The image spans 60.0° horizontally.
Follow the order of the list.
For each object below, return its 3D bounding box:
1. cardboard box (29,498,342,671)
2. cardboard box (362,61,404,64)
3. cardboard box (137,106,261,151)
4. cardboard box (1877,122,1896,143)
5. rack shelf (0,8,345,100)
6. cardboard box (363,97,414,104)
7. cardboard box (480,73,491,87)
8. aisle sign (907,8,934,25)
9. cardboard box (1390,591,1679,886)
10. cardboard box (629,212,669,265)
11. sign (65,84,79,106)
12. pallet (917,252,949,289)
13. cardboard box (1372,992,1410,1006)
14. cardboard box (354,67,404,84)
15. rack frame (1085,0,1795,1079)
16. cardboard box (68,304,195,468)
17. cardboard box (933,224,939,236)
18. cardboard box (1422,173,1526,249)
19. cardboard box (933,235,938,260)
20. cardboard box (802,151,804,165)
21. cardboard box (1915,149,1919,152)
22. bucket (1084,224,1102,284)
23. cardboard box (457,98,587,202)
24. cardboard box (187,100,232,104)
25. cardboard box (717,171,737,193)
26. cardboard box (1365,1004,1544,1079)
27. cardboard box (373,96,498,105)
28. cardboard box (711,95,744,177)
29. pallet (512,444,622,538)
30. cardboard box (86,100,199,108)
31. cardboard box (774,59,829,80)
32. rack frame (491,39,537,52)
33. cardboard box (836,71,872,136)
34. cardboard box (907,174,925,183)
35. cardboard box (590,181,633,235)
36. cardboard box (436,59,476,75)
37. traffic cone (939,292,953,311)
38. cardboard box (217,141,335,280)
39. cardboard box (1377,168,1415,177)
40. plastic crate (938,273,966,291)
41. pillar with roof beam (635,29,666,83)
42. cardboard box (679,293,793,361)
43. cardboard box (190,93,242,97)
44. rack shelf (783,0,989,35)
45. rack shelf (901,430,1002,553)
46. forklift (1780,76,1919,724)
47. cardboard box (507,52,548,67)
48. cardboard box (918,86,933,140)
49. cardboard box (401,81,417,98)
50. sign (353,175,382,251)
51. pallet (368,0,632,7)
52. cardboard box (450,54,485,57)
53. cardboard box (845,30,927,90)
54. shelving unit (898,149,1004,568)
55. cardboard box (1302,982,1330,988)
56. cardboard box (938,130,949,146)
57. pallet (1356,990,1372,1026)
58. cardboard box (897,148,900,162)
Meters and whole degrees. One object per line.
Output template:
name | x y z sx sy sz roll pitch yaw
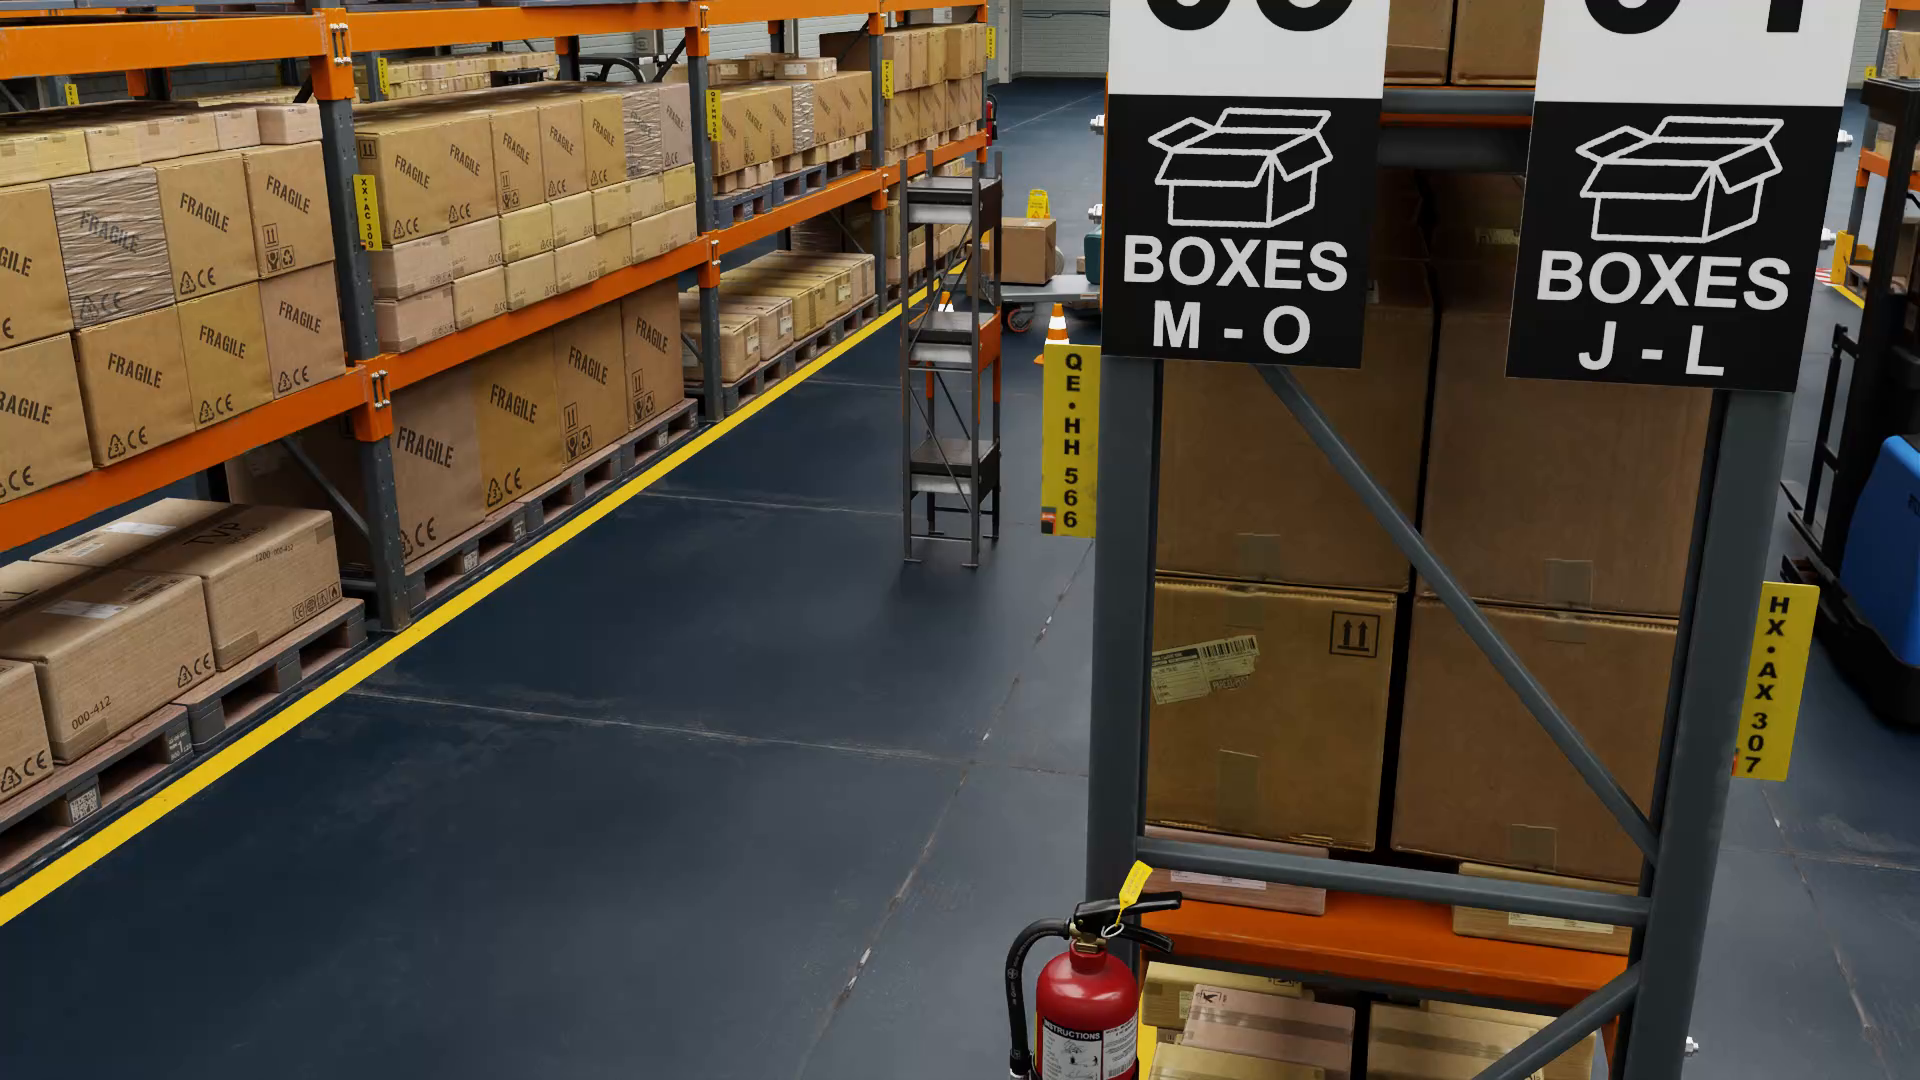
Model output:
cardboard box | -3.386 0.176 7.346 0.875 0.438 0.875 4 19 13
cardboard box | -5.967 -4.866 17.175 0.380 0.149 0.250 4 19 12
cardboard box | -3.065 -1.658 6.696 0.380 0.149 0.250 5 20 15
cardboard box | 9.252 -4.023 15.709 0.875 0.500 0.500 5 19 13
rack shelf | -3.617 -1.478 5.348 1.077 0.370 4.000 5 19 13
cardboard box | -5.627 -4.090 16.367 0.500 0.500 0.500 4 19 12
cardboard box | -5.262 -4.927 17.812 0.380 0.149 0.250 5 19 13
aisle sign | -0.482 -6.062 18.271 0.394 0.787 0.004 5 19 13
cardboard box | 1.096 0.280 3.113 0.500 0.500 0.500 6 20 16
cardboard box | -2.133 -1.869 10.250 0.500 0.250 0.500 5 19 14
sign | -6.437 -3.141 12.075 0.100 0.325 0.005 5 19 13
pallet | -0.748 -2.811 17.091 1.003 0.211 1.213 5 19 13
cardboard box | 1.334 1.272 4.583 0.380 0.149 0.250 5 19 14
cardboard box | -5.623 -4.496 16.092 0.380 0.149 0.250 5 20 14
rack frame | 0.722 0.587 2.828 0.949 2.616 0.053 5 19 13
cardboard box | -3.223 -0.588 6.112 0.500 0.500 0.500 4 19 13
cardboard box | -0.521 -3.281 16.596 0.500 0.500 0.500 6 20 16
cardboard box | 1.473 -0.674 4.359 0.500 0.500 0.500 4 19 12
cardboard box | -0.522 -2.930 16.728 0.500 0.250 0.500 4 19 13
cardboard box | -1.459 -3.037 13.178 0.380 0.149 0.250 4 19 11
cardboard box | 8.813 -3.423 14.957 0.380 0.149 0.250 5 19 13
bucket | 1.448 -2.569 14.782 0.726 0.611 0.620 12 32 32
cardboard box | -2.400 -2.143 9.120 0.500 0.500 0.500 4 19 12
cardboard box | -6.327 -3.596 13.917 0.380 0.149 0.250 5 19 13
cardboard box | -1.790 -2.533 11.702 0.380 0.149 0.250 3 19 10
cardboard box | 1.127 1.222 3.809 0.380 0.149 0.250 5 19 14
cardboard box | -2.889 -2.190 9.257 0.500 0.500 0.500 5 19 14
cardboard box | -1.817 -2.790 11.449 0.500 0.500 0.500 4 19 12
pallet | -2.717 -0.338 9.851 1.003 0.211 1.213 5 19 13
cardboard box | -3.458 -1.775 7.039 0.380 0.149 0.250 4 19 13
cardboard box | -1.268 -3.760 13.287 0.380 0.149 0.250 4 19 11
rack frame | -5.011 -5.178 19.707 1.000 3.000 0.127 5 19 13
cardboard box | -1.065 -3.758 14.283 0.500 0.500 0.500 4 19 12
cardboard box | -0.556 -3.452 16.095 0.380 0.149 0.250 5 20 15
cardboard box | -2.250 -1.951 9.716 0.500 0.250 0.500 4 19 12
cardboard box | -5.341 -4.986 17.525 0.380 0.149 0.250 5 19 14
traffic cone | -0.120 -1.834 13.841 0.336 0.463 0.334 5 19 13
cardboard box | -2.976 -1.377 6.877 0.500 0.500 0.500 4 19 13
cardboard box | 1.084 -0.887 4.982 0.500 0.500 0.500 5 19 14
plastic crate | 0.005 -2.579 16.616 0.402 0.080 0.583 -2 19 -6
pillar with roof beam | -0.415 -9.411 22.818 9.100 9.000 0.400 5 19 13
cardboard box | -1.831 -1.643 12.774 0.950 0.372 0.625 4 19 12
cardboard box | -6.588 -3.870 14.718 0.380 0.149 0.250 5 19 13
rack shelf | -0.686 -5.240 16.359 1.077 0.370 4.000 5 19 13
rack shelf | -0.040 -0.266 8.927 0.431 0.518 0.480 5 19 13
forklift | 4.670 -1.015 7.624 1.130 2.935 3.031 4 19 13
cardboard box | -4.924 -5.465 18.927 0.380 0.149 0.250 5 19 13
cardboard box | -0.561 -4.153 16.091 0.500 0.500 0.500 4 19 13
cardboard box | -5.594 -4.439 16.385 0.380 0.149 0.250 5 20 15
sign | -2.590 -1.430 7.272 0.100 0.325 0.005 5 19 13
pallet | -2.528 -3.053 9.138 1.003 0.211 1.213 6 20 16
cardboard box | -5.523 -5.345 18.578 0.380 0.149 0.250 5 19 14
cardboard box | -0.710 -4.474 15.484 0.700 0.500 0.500 5 19 14
shelving unit | -0.040 -0.942 8.696 0.431 2.100 0.503 5 19 13
cardboard box | 0.784 1.028 4.377 0.380 0.149 0.250 4 19 11
cardboard box | -0.325 -4.128 17.021 0.380 0.149 0.250 4 19 13
pallet | 1.270 1.249 5.203 1.003 0.211 1.213 5 19 13
cardboard box | -0.775 -3.571 15.392 0.380 0.149 0.250 5 20 15
